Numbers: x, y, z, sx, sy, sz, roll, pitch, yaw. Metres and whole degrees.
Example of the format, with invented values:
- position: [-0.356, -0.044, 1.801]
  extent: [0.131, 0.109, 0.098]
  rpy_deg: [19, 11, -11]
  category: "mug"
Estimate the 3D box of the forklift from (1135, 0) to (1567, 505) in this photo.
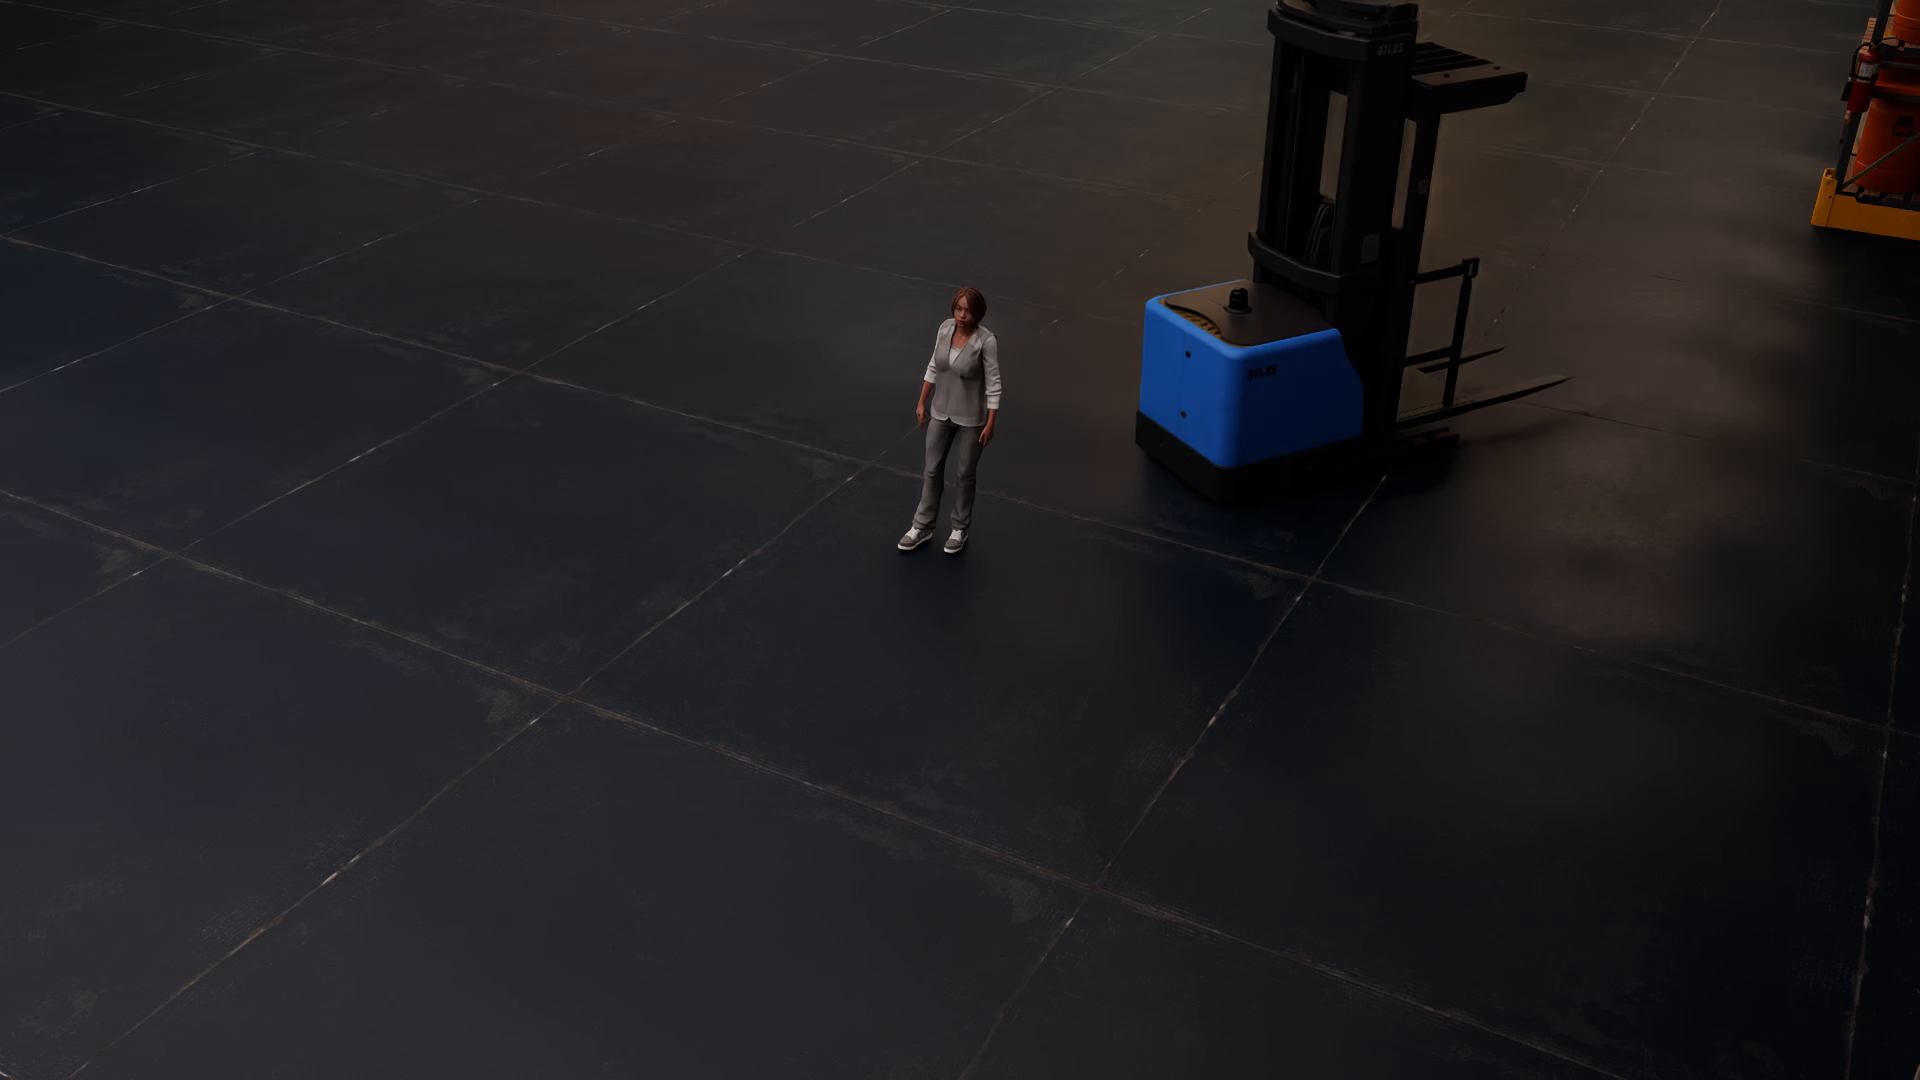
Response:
- position: [2.705, -1.994, 10.526]
  extent: [3.031, 2.935, 1.130]
  rpy_deg: [-15, 33, -23]
  category: "forklift"

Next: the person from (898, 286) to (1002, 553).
- position: [-0.048, -0.668, 9.549]
  extent: [0.521, 1.599, 0.473]
  rpy_deg: [15, 33, 25]
  category: "person"
